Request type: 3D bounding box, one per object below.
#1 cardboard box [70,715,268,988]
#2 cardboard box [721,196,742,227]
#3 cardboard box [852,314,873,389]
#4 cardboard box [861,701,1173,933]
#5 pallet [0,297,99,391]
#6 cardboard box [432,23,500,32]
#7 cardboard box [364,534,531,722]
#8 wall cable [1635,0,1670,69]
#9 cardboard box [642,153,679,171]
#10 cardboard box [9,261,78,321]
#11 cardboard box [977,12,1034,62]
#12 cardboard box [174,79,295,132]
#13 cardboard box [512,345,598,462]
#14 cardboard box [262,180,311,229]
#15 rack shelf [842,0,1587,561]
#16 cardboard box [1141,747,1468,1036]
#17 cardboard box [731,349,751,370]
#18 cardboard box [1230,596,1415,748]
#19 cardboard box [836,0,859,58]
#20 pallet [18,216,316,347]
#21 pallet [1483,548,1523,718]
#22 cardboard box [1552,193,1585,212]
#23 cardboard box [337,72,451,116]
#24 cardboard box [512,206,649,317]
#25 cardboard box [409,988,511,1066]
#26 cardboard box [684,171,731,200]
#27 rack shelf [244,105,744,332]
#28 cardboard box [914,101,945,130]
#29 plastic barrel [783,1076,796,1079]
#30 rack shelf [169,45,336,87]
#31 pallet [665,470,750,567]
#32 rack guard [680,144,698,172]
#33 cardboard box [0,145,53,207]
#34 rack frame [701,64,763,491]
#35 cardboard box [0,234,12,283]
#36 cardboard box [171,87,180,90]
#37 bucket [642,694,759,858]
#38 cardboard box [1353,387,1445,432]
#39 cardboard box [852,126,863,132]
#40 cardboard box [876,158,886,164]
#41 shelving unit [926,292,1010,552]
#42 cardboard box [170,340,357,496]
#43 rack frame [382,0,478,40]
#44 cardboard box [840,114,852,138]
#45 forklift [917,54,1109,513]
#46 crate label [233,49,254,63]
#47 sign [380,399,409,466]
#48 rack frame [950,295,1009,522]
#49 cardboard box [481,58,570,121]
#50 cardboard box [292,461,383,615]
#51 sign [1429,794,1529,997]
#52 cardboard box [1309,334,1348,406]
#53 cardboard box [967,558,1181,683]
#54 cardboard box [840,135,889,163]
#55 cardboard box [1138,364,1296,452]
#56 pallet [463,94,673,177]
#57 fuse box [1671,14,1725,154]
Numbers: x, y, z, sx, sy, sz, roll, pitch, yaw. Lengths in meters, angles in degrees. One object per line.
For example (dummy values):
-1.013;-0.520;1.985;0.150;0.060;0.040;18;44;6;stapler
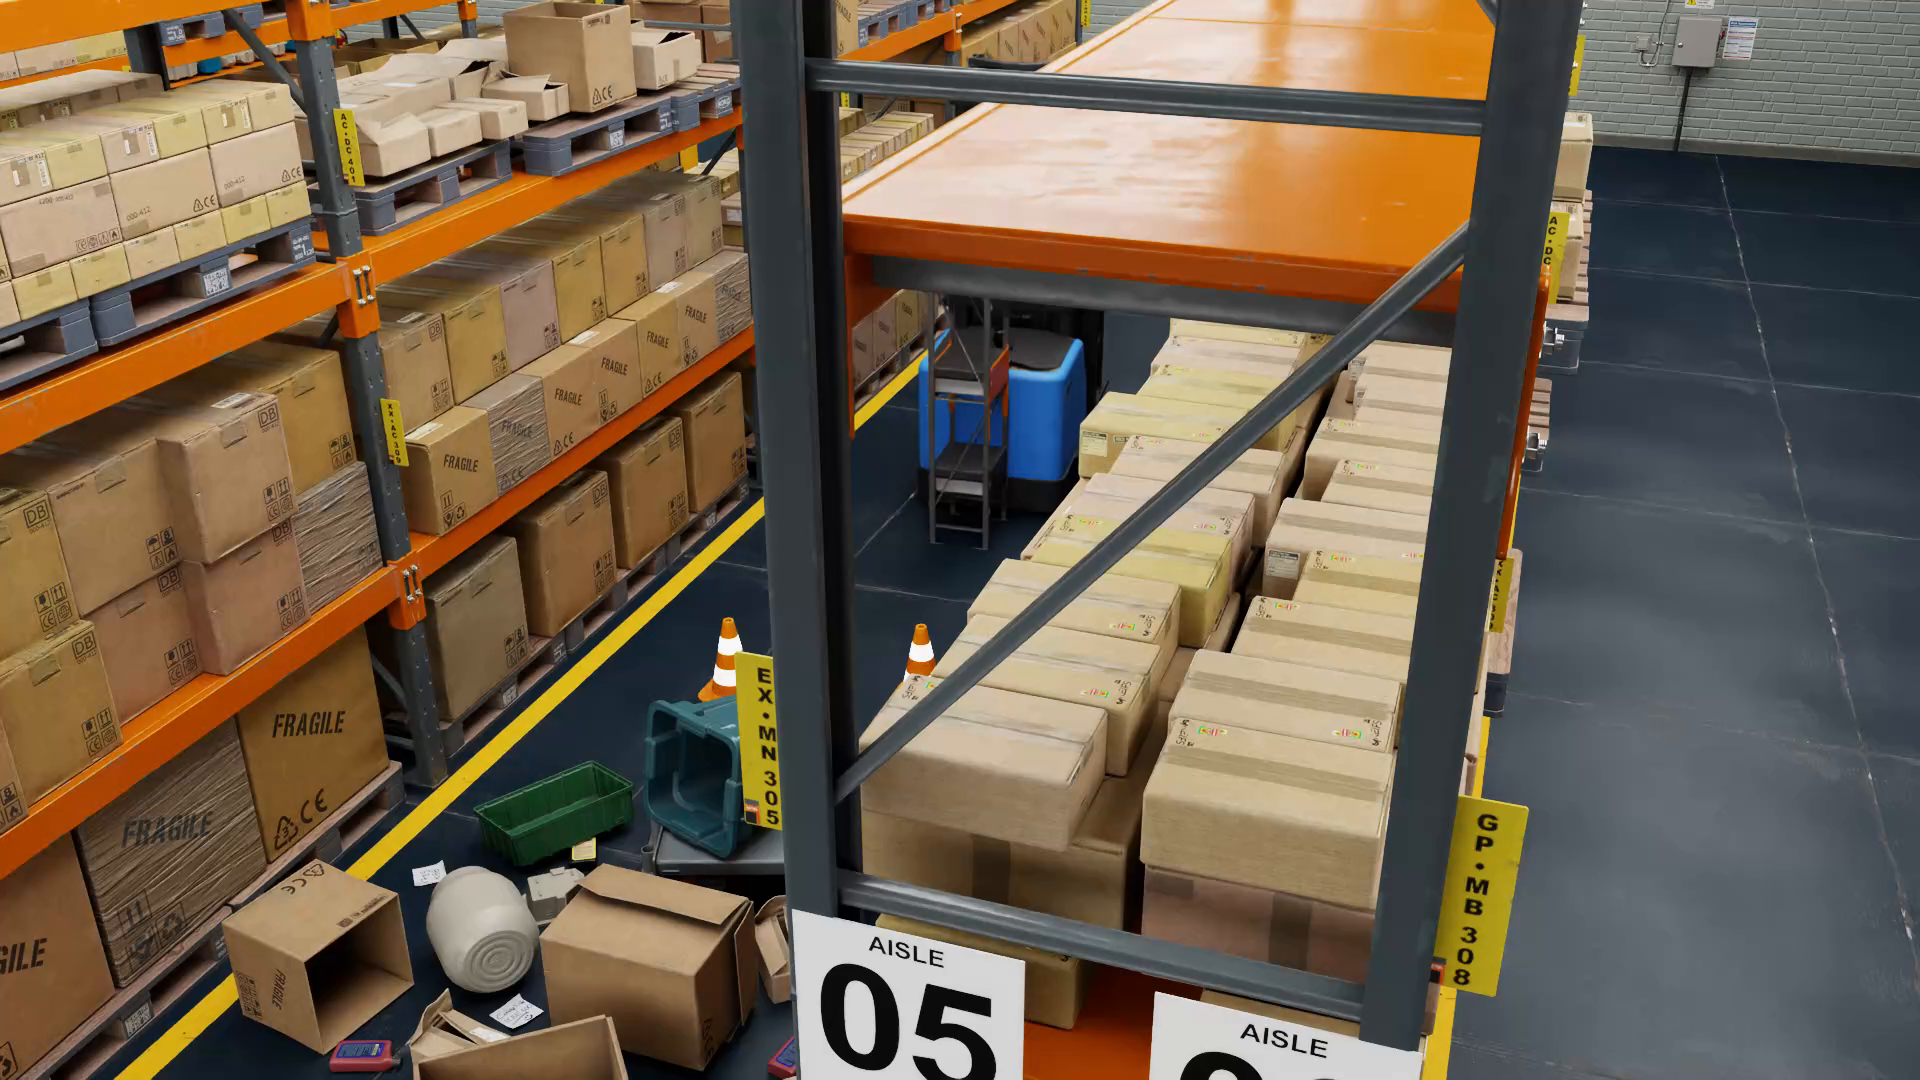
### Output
-3.733;1.232;7.220;0.875;0.875;0.875;9;27;18;cardboard box
-1.493;-2.306;11.694;0.380;0.149;0.250;9;27;18;cardboard box
-1.024;-1.535;13.364;0.500;0.500;0.500;8;27;16;cardboard box
0.125;0.500;3.165;0.500;0.250;0.500;8;27;17;cardboard box
-3.851;-0.630;5.770;1.003;0.211;1.213;9;27;17;pallet
-5.072;-5.040;17.187;0.500;0.500;0.500;9;27;18;cardboard box
-3.040;0.401;9.080;1.050;0.750;0.750;9;27;17;cardboard box
8.729;-6.987;21.072;0.588;1.984;0.122;9;27;17;wall cable
-3.950;-4.805;19.688;0.875;0.875;0.875;9;27;17;cardboard box
-3.404;-0.906;5.928;0.380;0.149;0.250;8;27;17;cardboard box
0.408;-4.850;16.221;0.500;0.500;0.500;8;27;16;cardboard box
-2.983;-1.788;6.835;0.380;0.149;0.250;9;27;17;cardboard box
-2.397;-0.789;9.323;0.500;0.500;0.500;9;27;17;cardboard box
-2.981;-1.429;7.010;0.380;0.149;0.250;9;27;17;cardboard box
0.874;-1.031;3.883;1.077;0.370;4.000;9;27;17;rack shelf
0.627;0.581;2.996;0.500;0.250;0.500;8;27;17;cardboard box
-1.373;-1.448;12.325;0.500;0.250;0.500;8;27;15;cardboard box
0.730;0.254;3.216;0.380;0.149;0.250;9;27;17;cardboard box
-1.068;-3.802;12.104;0.500;0.500;0.500;9;27;17;cardboard box
-3.444;-1.130;6.802;1.003;0.211;1.213;9;27;17;pallet
1.931;0.315;7.377;1.003;0.211;1.213;9;27;17;pallet
2.280;-1.340;6.824;0.500;0.250;0.500;8;27;17;cardboard box
-2.958;-2.210;8.507;0.500;0.250;0.500;9;27;17;cardboard box
-2.325;-1.691;10.039;0.700;0.500;0.500;8;27;17;cardboard box
-1.997;2.049;6.712;0.396;0.266;0.258;14;29;26;cardboard box
-1.927;-2.620;12.344;0.380;0.149;0.250;10;27;19;cardboard box
-2.496;-2.003;9.328;1.077;0.370;4.000;9;27;17;rack shelf
-0.097;-3.788;15.175;0.500;0.500;0.500;8;27;16;cardboard box
-0.532;2.257;6.103;0.421;0.421;0.512;-14;29;-27;plastic barrel
-9.148;-5.419;19.826;1.077;0.370;4.000;9;27;17;rack shelf
-2.164;-0.230;11.483;1.003;0.211;1.213;9;27;17;pallet
-3.804;-4.732;20.449;1.175;0.500;0.348;9;27;17;rack guard
-3.403;-1.269;5.764;0.380;0.149;0.250;8;27;17;cardboard box
-1.831;-1.798;11.522;1.000;3.000;0.127;9;27;17;rack frame
-3.587;-0.945;5.551;0.500;0.250;0.500;9;27;17;cardboard box
-6.216;-3.354;13.469;0.797;0.503;0.637;10;27;19;cardboard box
-1.033;1.025;7.703;0.726;0.611;0.620;20;22;35;bucket
1.214;-0.261;4.279;0.380;0.149;0.250;9;27;18;cardboard box
-1.064;-3.557;14.619;0.380;0.149;0.250;9;27;18;cardboard box
-0.792;-3.030;13.531;0.380;0.149;0.250;7;27;15;cardboard box
0.060;-0.997;10.900;0.431;2.100;0.503;7;27;14;shelving unit
-3.317;-0.561;7.556;0.875;0.550;0.550;9;27;17;cardboard box
-5.143;-4.203;16.489;1.000;3.000;0.127;9;27;17;rack frame
-1.151;-3.575;14.316;0.380;0.149;0.250;10;27;19;cardboard box
0.535;-2.124;12.274;1.130;2.935;3.031;6;26;12;forklift
-8.763;-5.877;20.180;0.396;0.136;0.243;9;27;17;crate label
-2.638;-0.500;7.756;0.100;0.325;0.005;9;27;17;sign
0.126;-1.100;11.112;0.400;2.100;0.015;7;27;14;rack frame
-2.339;-2.416;8.914;0.396;0.266;0.258;9;27;17;cardboard box
-3.273;-0.069;7.778;0.875;0.550;0.550;9;27;17;cardboard box
0.721;0.501;2.329;0.100;0.325;0.005;9;27;17;sign
0.972;-0.540;5.313;0.500;0.250;0.500;9;27;17;cardboard box
0.233;0.180;3.368;0.380;0.149;0.250;8;27;17;cardboard box
-0.798;-3.168;13.474;0.380;0.149;0.250;8;27;16;cardboard box
0.688;-0.341;4.444;0.380;0.149;0.250;9;27;18;cardboard box
-2.364;-2.331;9.397;1.003;0.211;1.213;10;28;20;pallet
9.320;-5.786;21.236;0.539;1.711;0.414;9;27;17;fuse box
